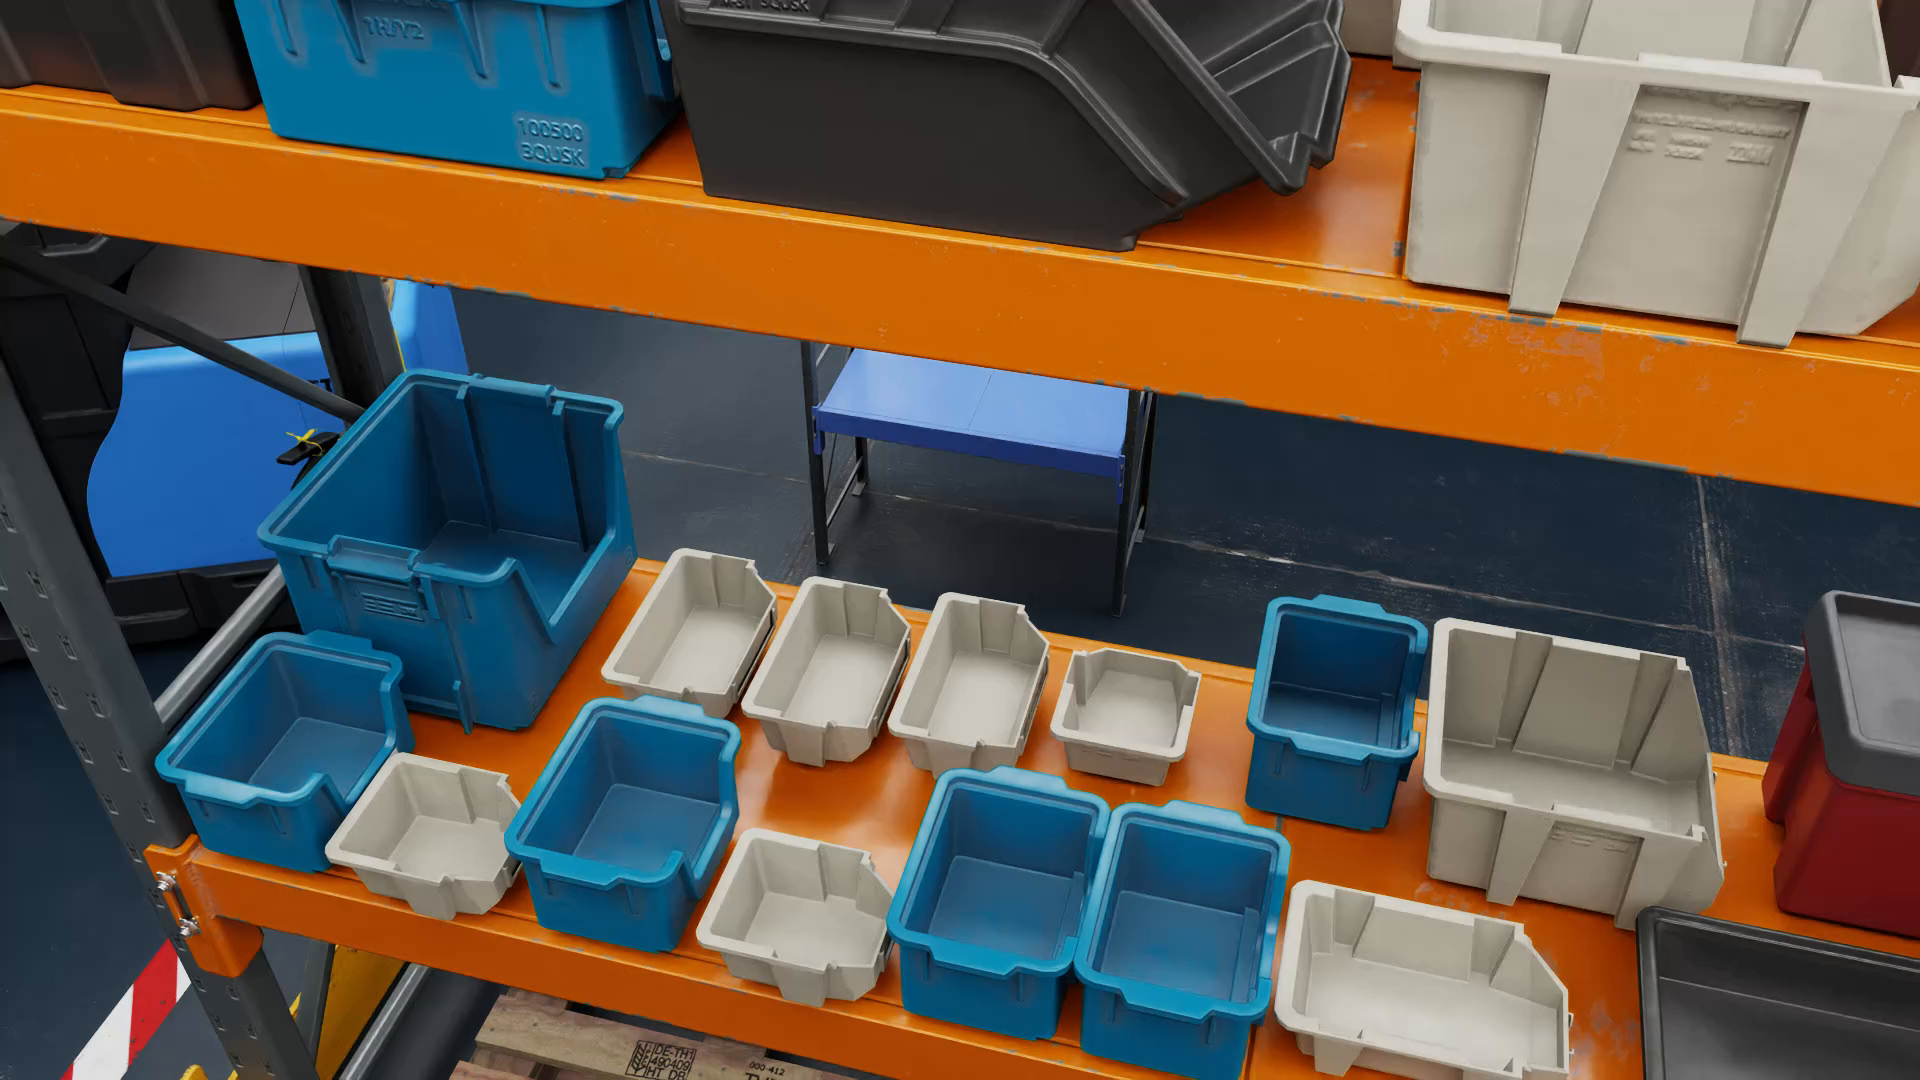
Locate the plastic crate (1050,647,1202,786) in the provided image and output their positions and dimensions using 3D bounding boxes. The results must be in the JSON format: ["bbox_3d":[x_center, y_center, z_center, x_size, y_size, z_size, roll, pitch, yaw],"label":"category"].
[{"bbox_3d":[0.320,0.335,3.177,0.250,0.136,0.298,10,41,11],"label":"plastic crate"}]

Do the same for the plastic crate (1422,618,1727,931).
[{"bbox_3d":[1.080,0.427,2.955,0.530,0.282,0.437,10,41,11],"label":"plastic crate"}]

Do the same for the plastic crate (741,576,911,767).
[{"bbox_3d":[-0.246,0.266,3.259,0.243,0.136,0.396,10,41,11],"label":"plastic crate"}]

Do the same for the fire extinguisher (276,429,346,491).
[{"bbox_3d":[-1.385,-0.027,3.800,0.183,0.674,0.296,10,41,11],"label":"fire extinguisher"}]

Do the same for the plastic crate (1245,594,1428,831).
[{"bbox_3d":[0.693,0.331,3.107,0.300,0.233,0.416,10,41,11],"label":"plastic crate"}]

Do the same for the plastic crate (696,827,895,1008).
[{"bbox_3d":[-0.260,0.649,2.804,0.298,0.136,0.250,10,41,11],"label":"plastic crate"}]

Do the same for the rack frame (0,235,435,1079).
[{"bbox_3d":[-1.357,0.108,3.289,0.127,3.000,1.000,10,41,11],"label":"rack frame"}]

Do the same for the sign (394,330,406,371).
[{"bbox_3d":[-1.230,-0.299,3.647,0.005,0.325,0.100,10,41,11],"label":"sign"}]

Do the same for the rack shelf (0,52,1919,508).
[{"bbox_3d":[0.575,-0.433,2.160,4.000,0.370,1.077,10,41,11],"label":"rack shelf"}]

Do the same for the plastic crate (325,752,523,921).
[{"bbox_3d":[-0.915,0.536,2.938,0.298,0.136,0.250,10,41,11],"label":"plastic crate"}]

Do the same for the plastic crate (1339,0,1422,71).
[{"bbox_3d":[0.703,-0.751,2.184,0.530,0.136,0.437,10,41,11],"label":"plastic crate"}]

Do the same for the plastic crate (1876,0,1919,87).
[{"bbox_3d":[1.378,-0.703,2.024,0.590,0.269,0.497,10,41,11],"label":"plastic crate"}]

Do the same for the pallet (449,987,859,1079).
[{"bbox_3d":[-0.570,1.337,3.994,1.213,0.211,1.003,10,41,11],"label":"pallet"}]

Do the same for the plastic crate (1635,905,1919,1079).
[{"bbox_3d":[1.356,0.836,2.590,0.590,0.125,0.437,10,41,11],"label":"plastic crate"}]

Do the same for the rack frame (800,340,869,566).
[{"bbox_3d":[-0.409,-0.645,5.351,0.032,1.500,0.500,10,41,11],"label":"rack frame"}]

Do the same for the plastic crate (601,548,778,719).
[{"bbox_3d":[-0.522,0.209,3.327,0.243,0.136,0.396,10,41,11],"label":"plastic crate"}]

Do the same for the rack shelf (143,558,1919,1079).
[{"bbox_3d":[0.575,0.716,3.125,4.000,0.370,1.077,10,41,11],"label":"rack shelf"}]

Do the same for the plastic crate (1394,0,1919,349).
[{"bbox_3d":[0.704,-0.435,1.696,0.530,0.282,0.437,10,41,11],"label":"plastic crate"}]

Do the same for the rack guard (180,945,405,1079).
[{"bbox_3d":[-1.383,1.069,4.088,0.348,0.500,1.175,10,41,11],"label":"rack guard"}]

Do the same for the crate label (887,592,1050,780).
[{"bbox_3d":[0.029,0.297,3.222,0.243,0.136,0.396,10,41,11],"label":"crate label"}]

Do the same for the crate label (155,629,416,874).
[{"bbox_3d":[-1.204,0.394,3.032,0.303,0.233,0.416,10,41,11],"label":"crate label"}]

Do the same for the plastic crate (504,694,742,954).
[{"bbox_3d":[-0.568,0.504,2.901,0.300,0.233,0.416,10,41,11],"label":"plastic crate"}]

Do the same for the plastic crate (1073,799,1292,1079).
[{"bbox_3d":[0.358,0.663,2.712,0.300,0.233,0.416,10,41,11],"label":"plastic crate"}]

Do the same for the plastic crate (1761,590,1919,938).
[{"bbox_3d":[1.709,0.421,2.820,0.583,0.464,0.402,10,41,11],"label":"plastic crate"}]

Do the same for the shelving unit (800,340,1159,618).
[{"bbox_3d":[0.082,-0.560,5.251,1.048,1.500,0.538,10,41,11],"label":"shelving unit"}]

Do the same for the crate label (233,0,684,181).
[{"bbox_3d":[-0.549,-0.630,1.951,0.502,0.251,0.408,10,41,11],"label":"crate label"}]

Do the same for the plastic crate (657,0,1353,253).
[{"bbox_3d":[0.048,-0.592,1.839,0.767,0.338,0.504,10,41,11],"label":"plastic crate"}]

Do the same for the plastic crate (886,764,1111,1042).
[{"bbox_3d":[0.068,0.613,2.771,0.300,0.233,0.416,10,41,11],"label":"plastic crate"}]

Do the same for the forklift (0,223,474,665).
[{"bbox_3d":[-3.158,-1.033,4.701,3.031,2.935,1.130,-7,41,-9],"label":"forklift"}]

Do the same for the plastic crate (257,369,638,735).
[{"bbox_3d":[-0.985,0.011,3.331,0.499,0.435,0.616,10,41,11],"label":"plastic crate"}]

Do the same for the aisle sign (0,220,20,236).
[{"bbox_3d":[-1.503,-0.715,2.248,0.004,0.787,0.394,10,41,11],"label":"aisle sign"}]

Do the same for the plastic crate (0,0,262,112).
[{"bbox_3d":[-1.057,-0.754,2.084,0.590,0.269,0.497,10,41,11],"label":"plastic crate"}]

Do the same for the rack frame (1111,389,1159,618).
[{"bbox_3d":[0.573,-0.476,5.150,0.032,1.500,0.500,10,41,11],"label":"rack frame"}]

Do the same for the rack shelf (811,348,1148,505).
[{"bbox_3d":[0.082,-0.422,5.366,1.000,0.185,0.538,10,41,11],"label":"rack shelf"}]

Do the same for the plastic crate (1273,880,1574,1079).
[{"bbox_3d":[0.747,0.748,2.685,0.466,0.136,0.293,10,41,11],"label":"plastic crate"}]
